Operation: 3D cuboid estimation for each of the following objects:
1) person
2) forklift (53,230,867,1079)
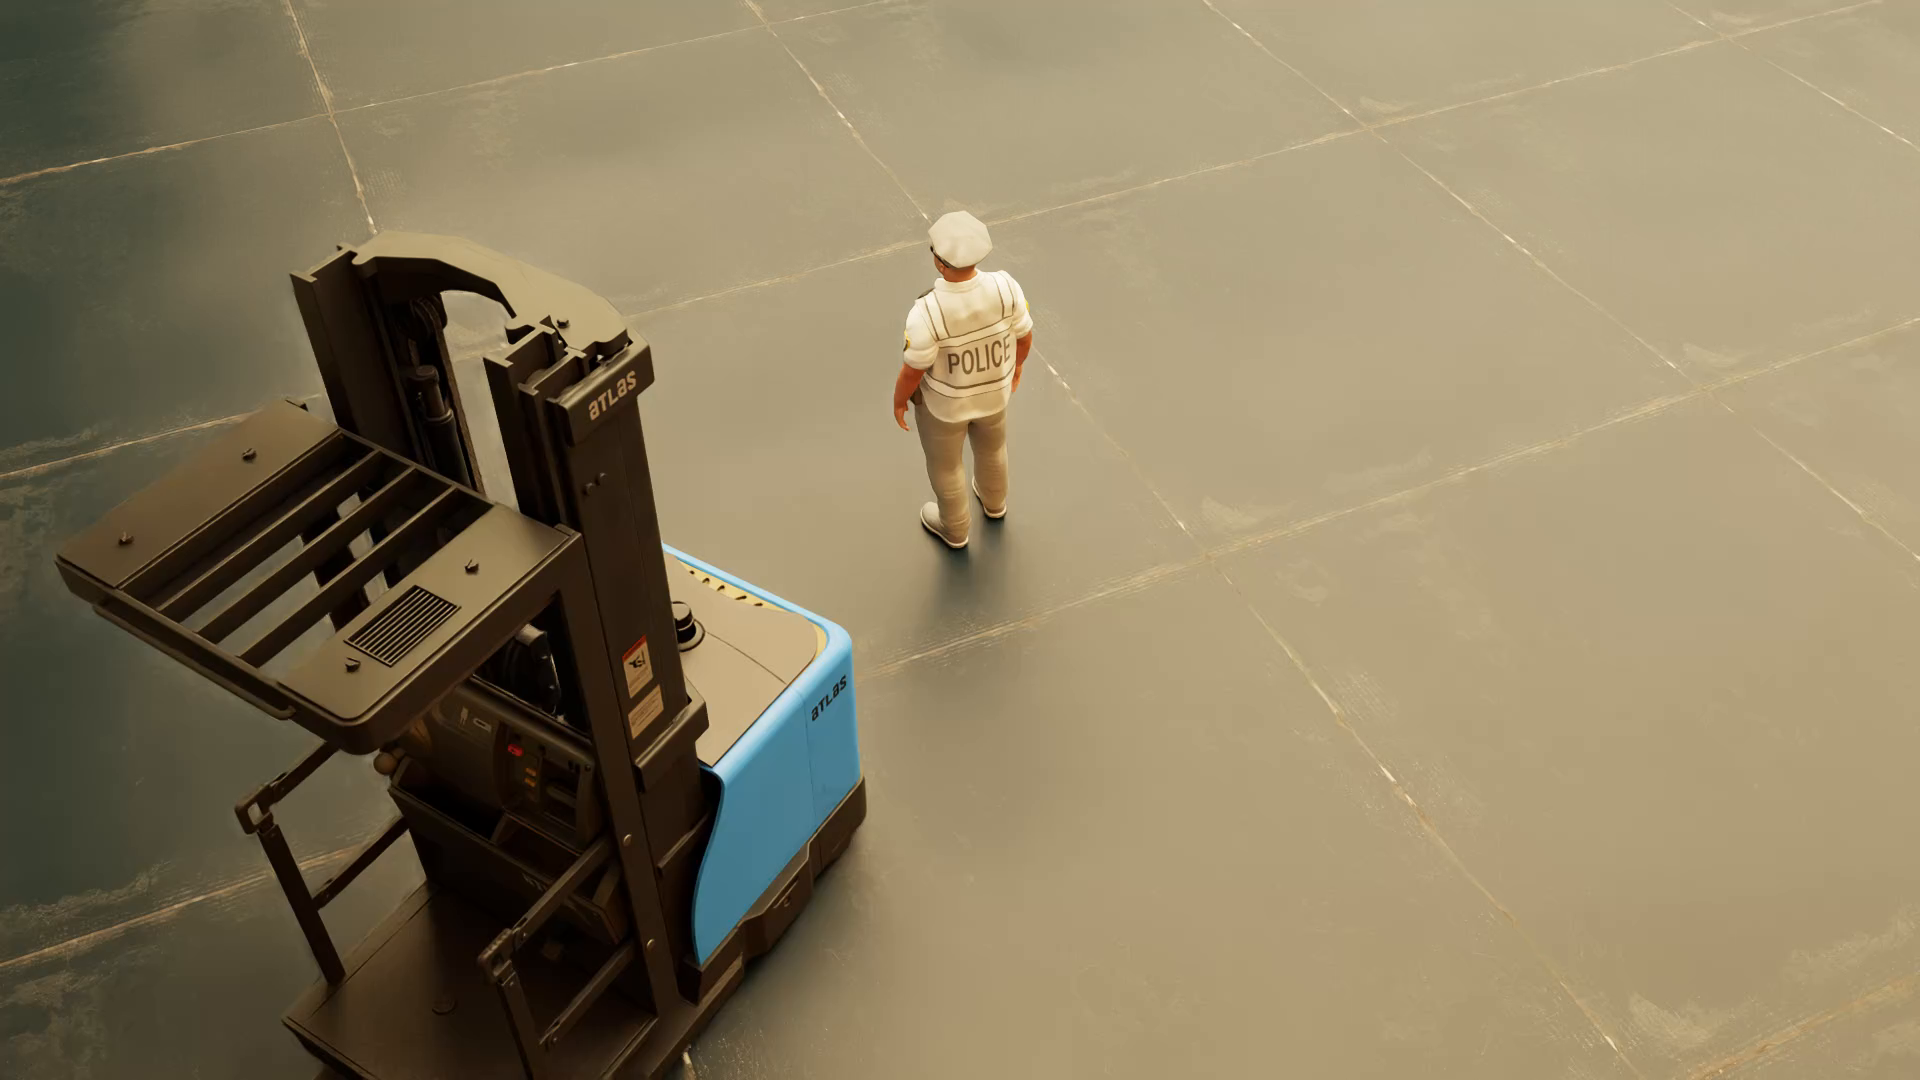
[{"bbox_3d":[-0.022,-0.707,7.271,0.640,1.779,0.575,-18,46,-18],"label":"person"},{"bbox_3d":[-1.577,0.716,4.913,1.130,2.935,3.031,23,48,23],"label":"forklift"}]
